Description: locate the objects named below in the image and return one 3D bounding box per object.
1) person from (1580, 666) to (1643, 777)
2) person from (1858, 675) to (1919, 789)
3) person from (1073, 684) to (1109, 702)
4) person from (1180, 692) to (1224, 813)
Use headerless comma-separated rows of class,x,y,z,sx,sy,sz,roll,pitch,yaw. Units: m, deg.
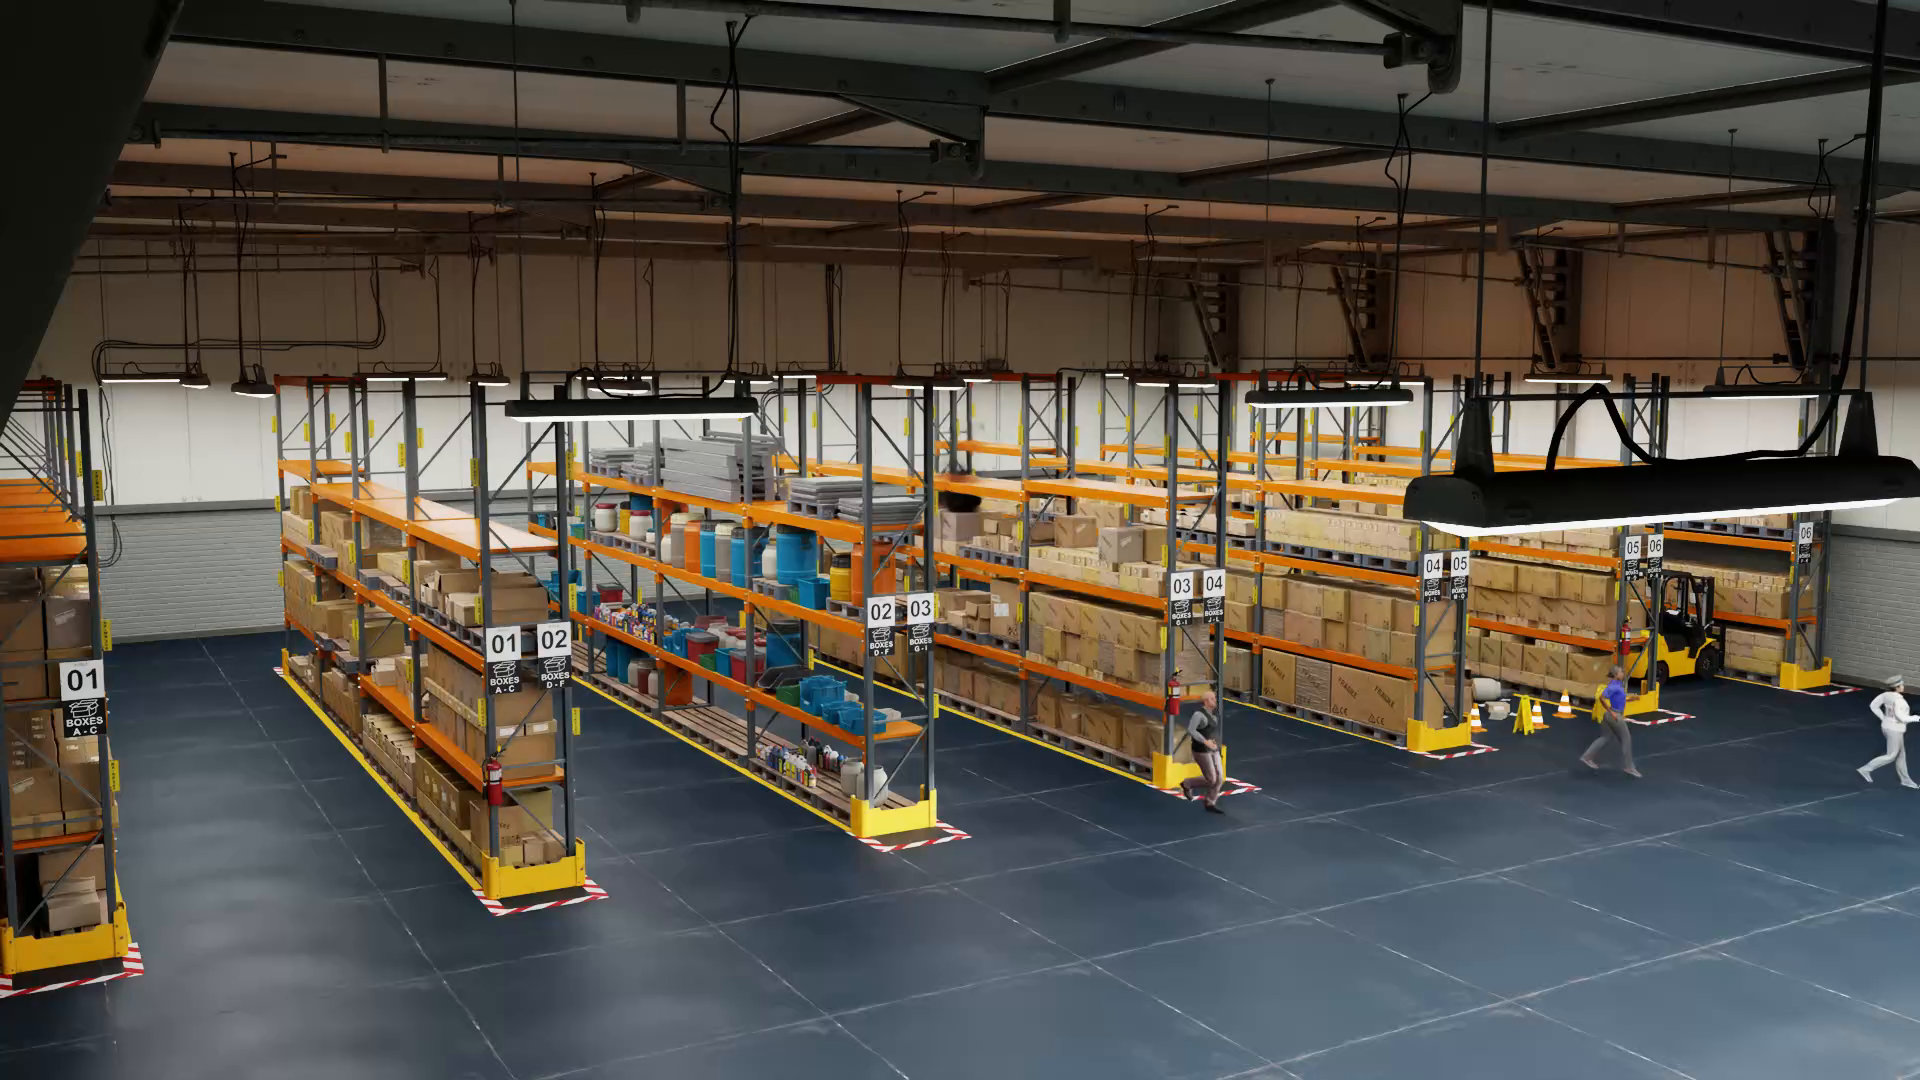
person,9.921,2.736,25.228,0.868,1.681,0.562,1,6,11
person,13.664,2.813,24.378,0.921,1.695,0.616,1,6,7
person,2.368,2.119,30.916,0.594,1.693,0.873,-6,8,-41
person,3.421,2.998,23.312,0.650,1.629,0.700,5,8,37
